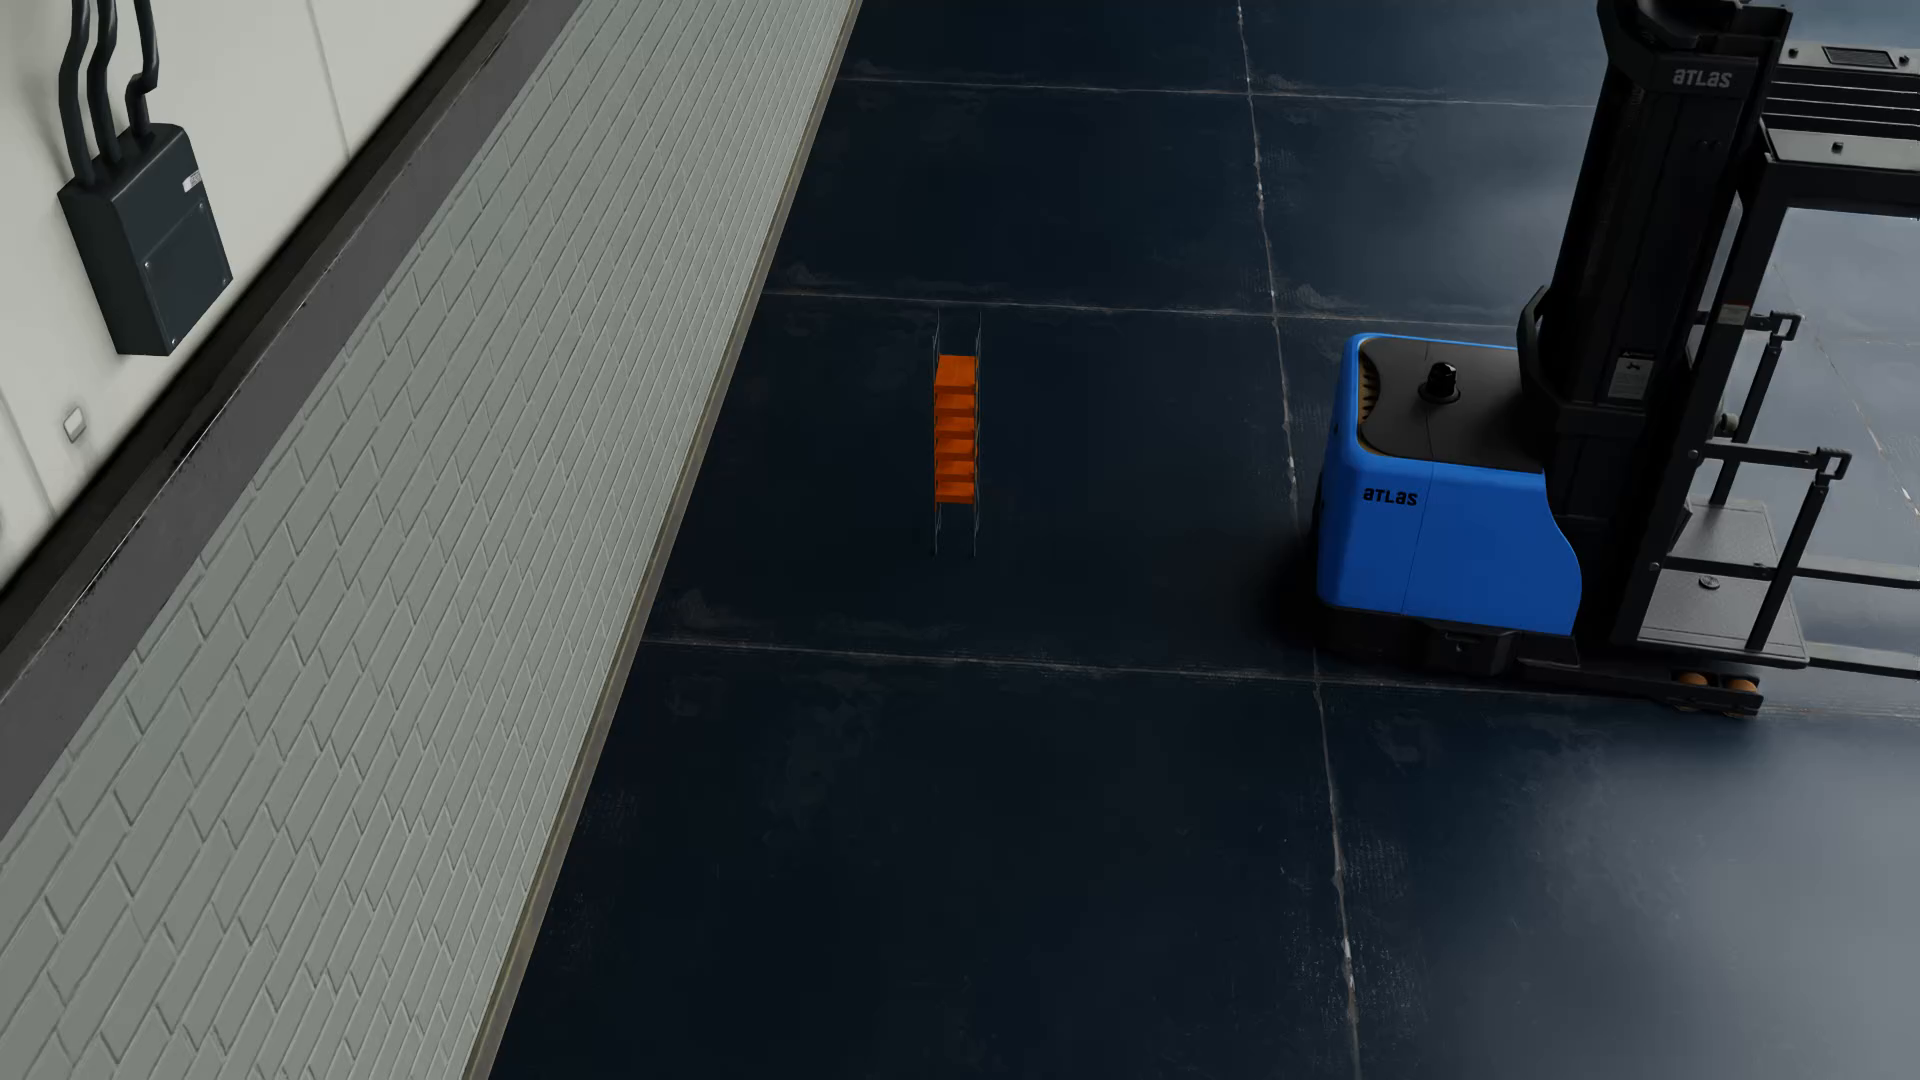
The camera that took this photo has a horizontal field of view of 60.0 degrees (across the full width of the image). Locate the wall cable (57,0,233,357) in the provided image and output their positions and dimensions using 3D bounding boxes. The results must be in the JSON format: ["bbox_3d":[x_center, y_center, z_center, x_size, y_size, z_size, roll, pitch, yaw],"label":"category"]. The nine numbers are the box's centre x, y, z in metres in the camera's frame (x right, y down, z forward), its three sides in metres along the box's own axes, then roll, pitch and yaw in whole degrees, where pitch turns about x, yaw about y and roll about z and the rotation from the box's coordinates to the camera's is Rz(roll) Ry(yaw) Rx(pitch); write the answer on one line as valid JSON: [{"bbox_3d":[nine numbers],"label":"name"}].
[{"bbox_3d":[-1.506,-3.418,2.297,0.169,6.003,2.305,3,39,4],"label":"wall cable"}]

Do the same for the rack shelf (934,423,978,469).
[{"bbox_3d":[-0.014,-0.432,7.571,0.180,0.103,0.258,3,39,4],"label":"rack shelf"}]

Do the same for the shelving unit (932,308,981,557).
[{"bbox_3d":[-0.014,-0.466,7.543,0.189,1.200,0.258,3,39,4],"label":"shelving unit"}]

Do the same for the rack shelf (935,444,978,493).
[{"bbox_3d":[-0.014,-0.339,7.646,0.180,0.103,0.258,3,39,4],"label":"rack shelf"}]

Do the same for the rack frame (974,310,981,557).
[{"bbox_3d":[0.077,-0.461,7.537,0.006,1.200,0.240,3,39,4],"label":"rack frame"}]

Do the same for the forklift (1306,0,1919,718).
[{"bbox_3d":[3.089,-0.756,6.527,3.031,2.935,1.130,7,40,9],"label":"forklift"}]

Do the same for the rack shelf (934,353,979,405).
[{"bbox_3d":[-0.014,-0.711,7.343,0.180,0.103,0.258,3,39,4],"label":"rack shelf"}]

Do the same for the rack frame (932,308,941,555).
[{"bbox_3d":[-0.106,-0.471,7.549,0.006,1.200,0.240,3,39,4],"label":"rack frame"}]

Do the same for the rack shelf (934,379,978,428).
[{"bbox_3d":[-0.014,-0.618,7.419,0.180,0.103,0.258,3,39,4],"label":"rack shelf"}]

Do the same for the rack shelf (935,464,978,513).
[{"bbox_3d":[-0.014,-0.246,7.722,0.180,0.103,0.258,3,39,4],"label":"rack shelf"}]

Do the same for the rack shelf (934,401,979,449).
[{"bbox_3d":[-0.014,-0.525,7.495,0.180,0.103,0.258,3,39,4],"label":"rack shelf"}]
